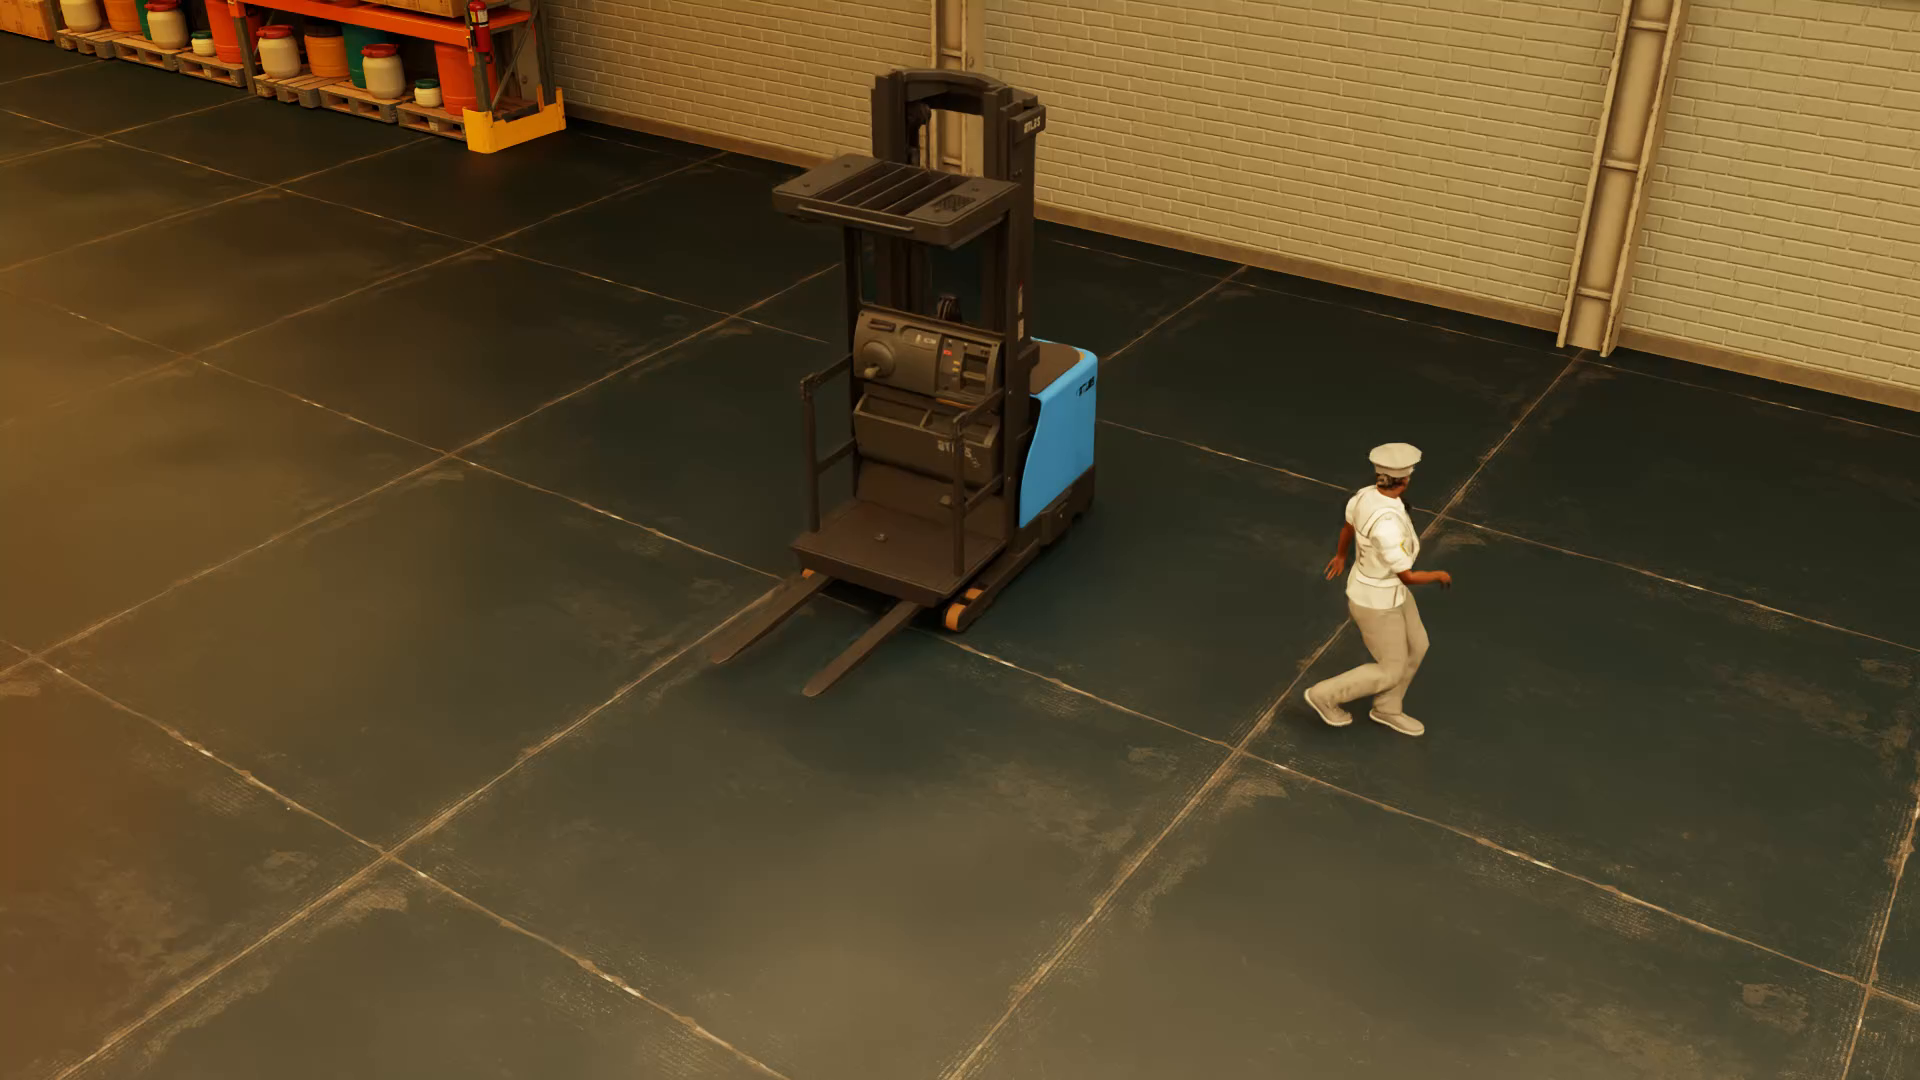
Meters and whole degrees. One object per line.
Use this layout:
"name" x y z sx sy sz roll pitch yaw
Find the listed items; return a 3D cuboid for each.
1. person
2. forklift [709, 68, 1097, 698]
"person" 2.157 0.268 8.467 0.640 1.599 0.548 9 31 15
"forklift" -0.301 -0.999 9.301 1.130 2.935 3.031 16 34 26
